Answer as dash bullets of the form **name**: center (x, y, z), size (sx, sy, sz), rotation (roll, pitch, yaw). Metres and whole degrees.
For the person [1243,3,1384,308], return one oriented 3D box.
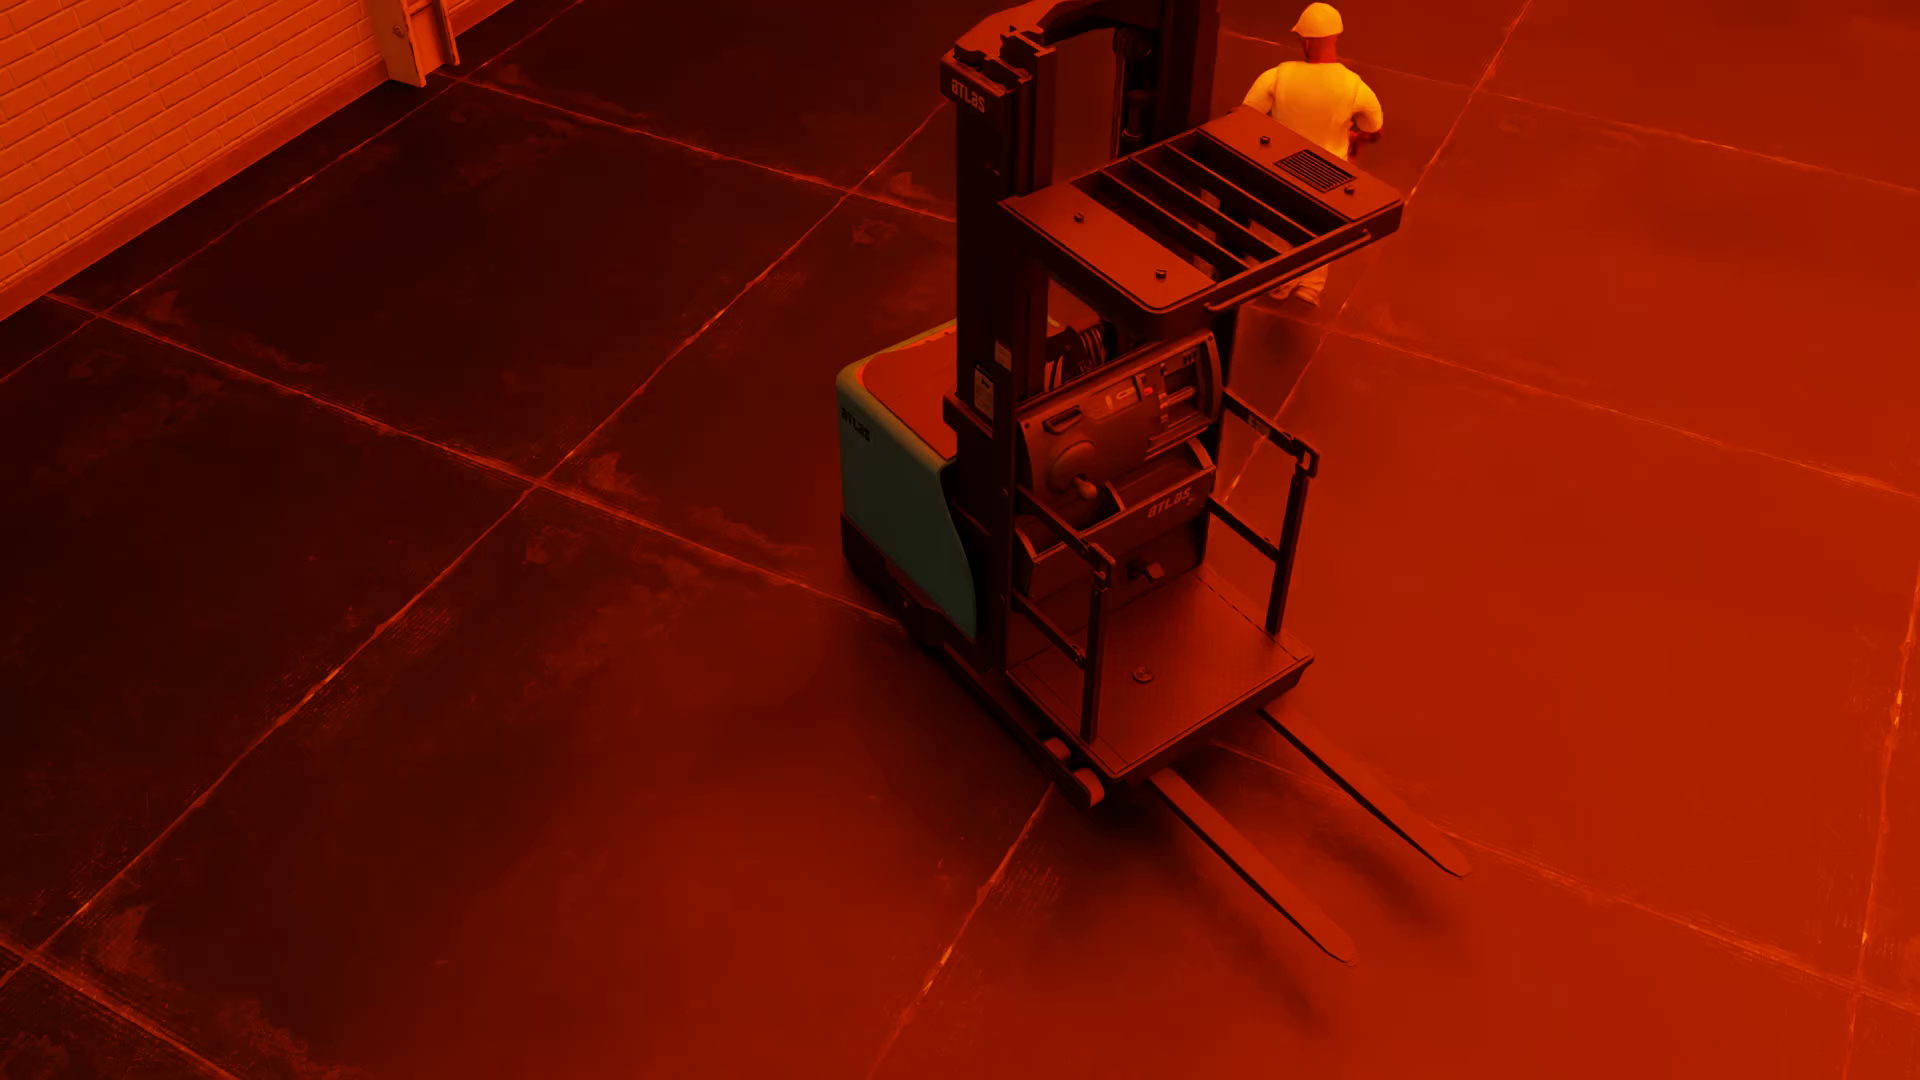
- **person**: center (1.772, -1.988, 8.646), size (0.788, 1.724, 0.527), rotation (20, 47, 20)

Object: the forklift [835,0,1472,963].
- **forklift**: center (0.736, -0.381, 6.058), size (1.130, 2.935, 3.031), rotation (-27, 49, -26)
